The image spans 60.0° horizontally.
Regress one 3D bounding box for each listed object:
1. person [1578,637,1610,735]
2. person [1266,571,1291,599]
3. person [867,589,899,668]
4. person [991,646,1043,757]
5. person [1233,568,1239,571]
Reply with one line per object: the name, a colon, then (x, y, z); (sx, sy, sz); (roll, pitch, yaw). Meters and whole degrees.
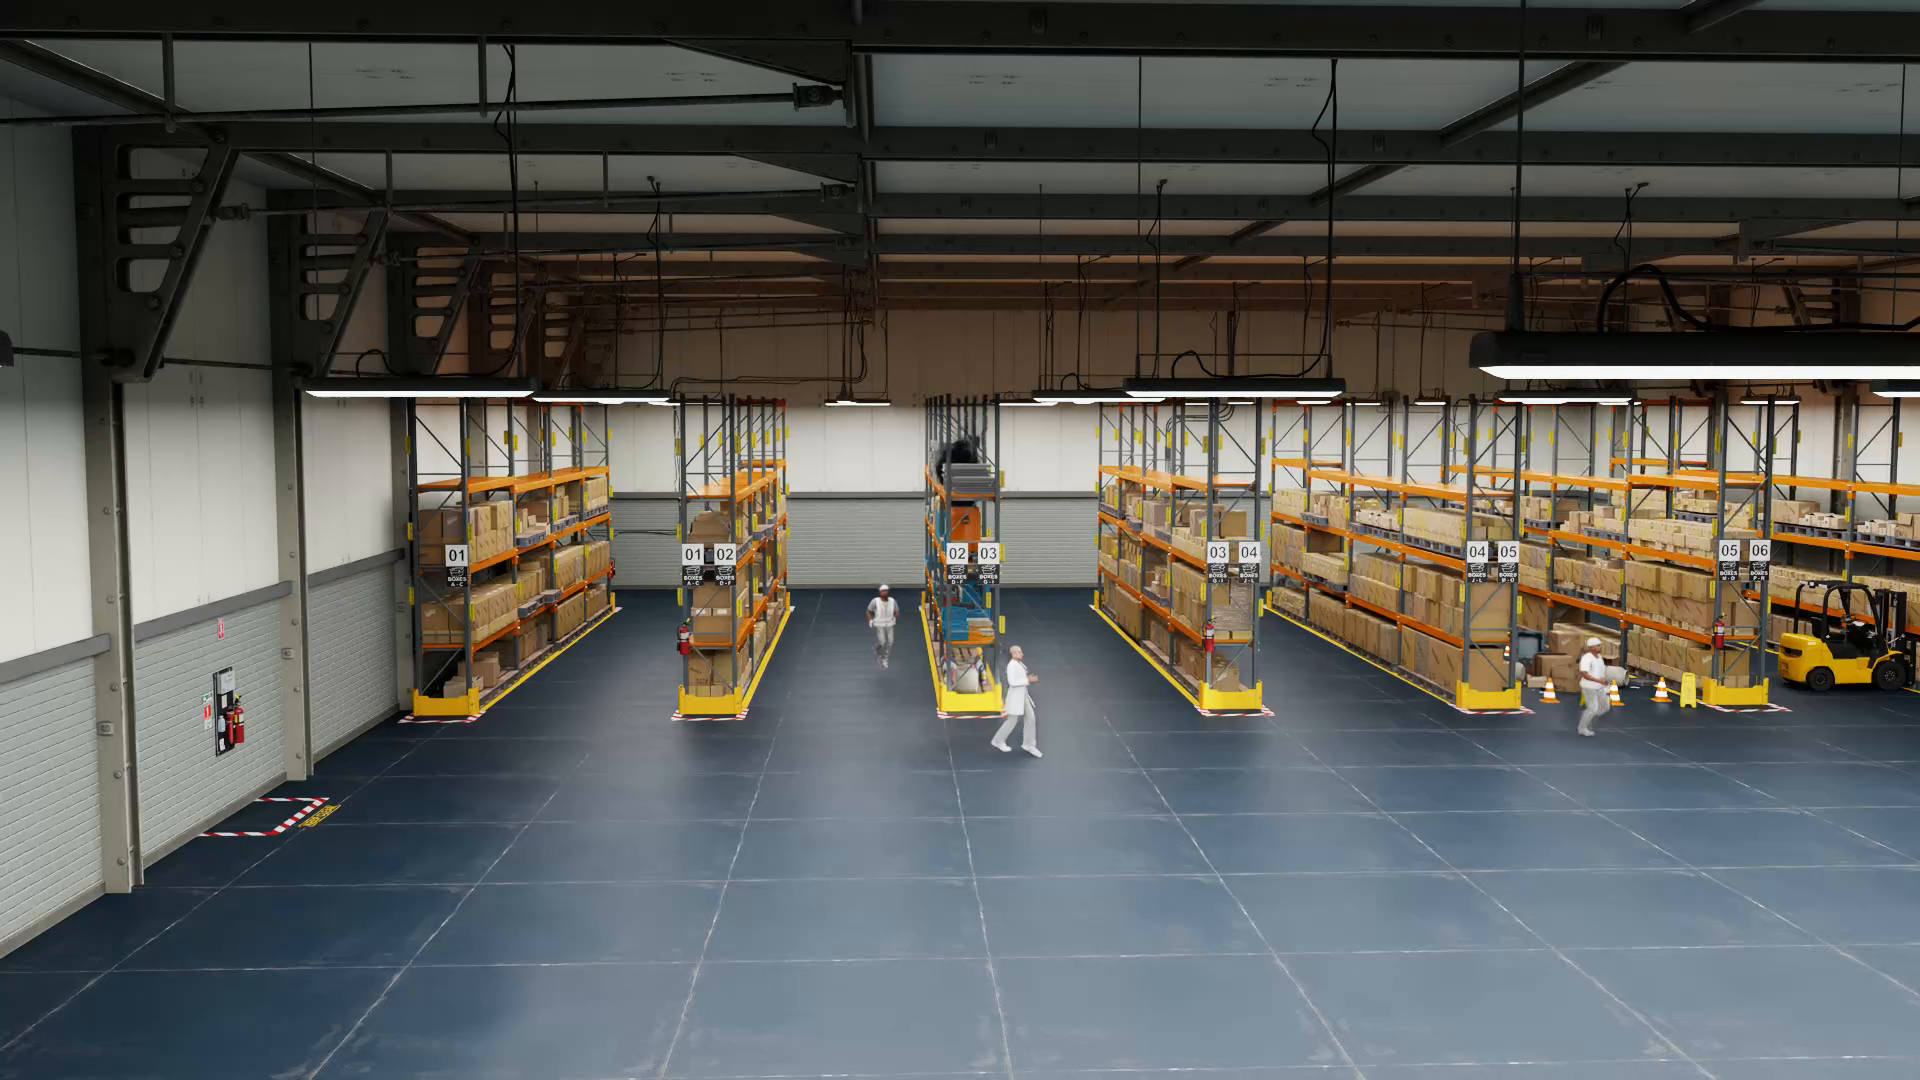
person: (11.102, 2.556, 29.011); (0.740, 1.720, 0.591); (-4, 6, -43)
person: (9.455, 0.958, 49.162); (0.931, 1.716, 0.699); (3, 5, 32)
person: (-1.575, 1.833, 34.774); (0.675, 1.710, 0.540); (-1, 5, -17)
person: (0.947, 2.655, 27.431); (0.825, 1.831, 0.693); (2, 5, 24)
person: (7.694, 1.202, 46.085); (0.592, 1.559, 0.574); (0, 5, 4)
